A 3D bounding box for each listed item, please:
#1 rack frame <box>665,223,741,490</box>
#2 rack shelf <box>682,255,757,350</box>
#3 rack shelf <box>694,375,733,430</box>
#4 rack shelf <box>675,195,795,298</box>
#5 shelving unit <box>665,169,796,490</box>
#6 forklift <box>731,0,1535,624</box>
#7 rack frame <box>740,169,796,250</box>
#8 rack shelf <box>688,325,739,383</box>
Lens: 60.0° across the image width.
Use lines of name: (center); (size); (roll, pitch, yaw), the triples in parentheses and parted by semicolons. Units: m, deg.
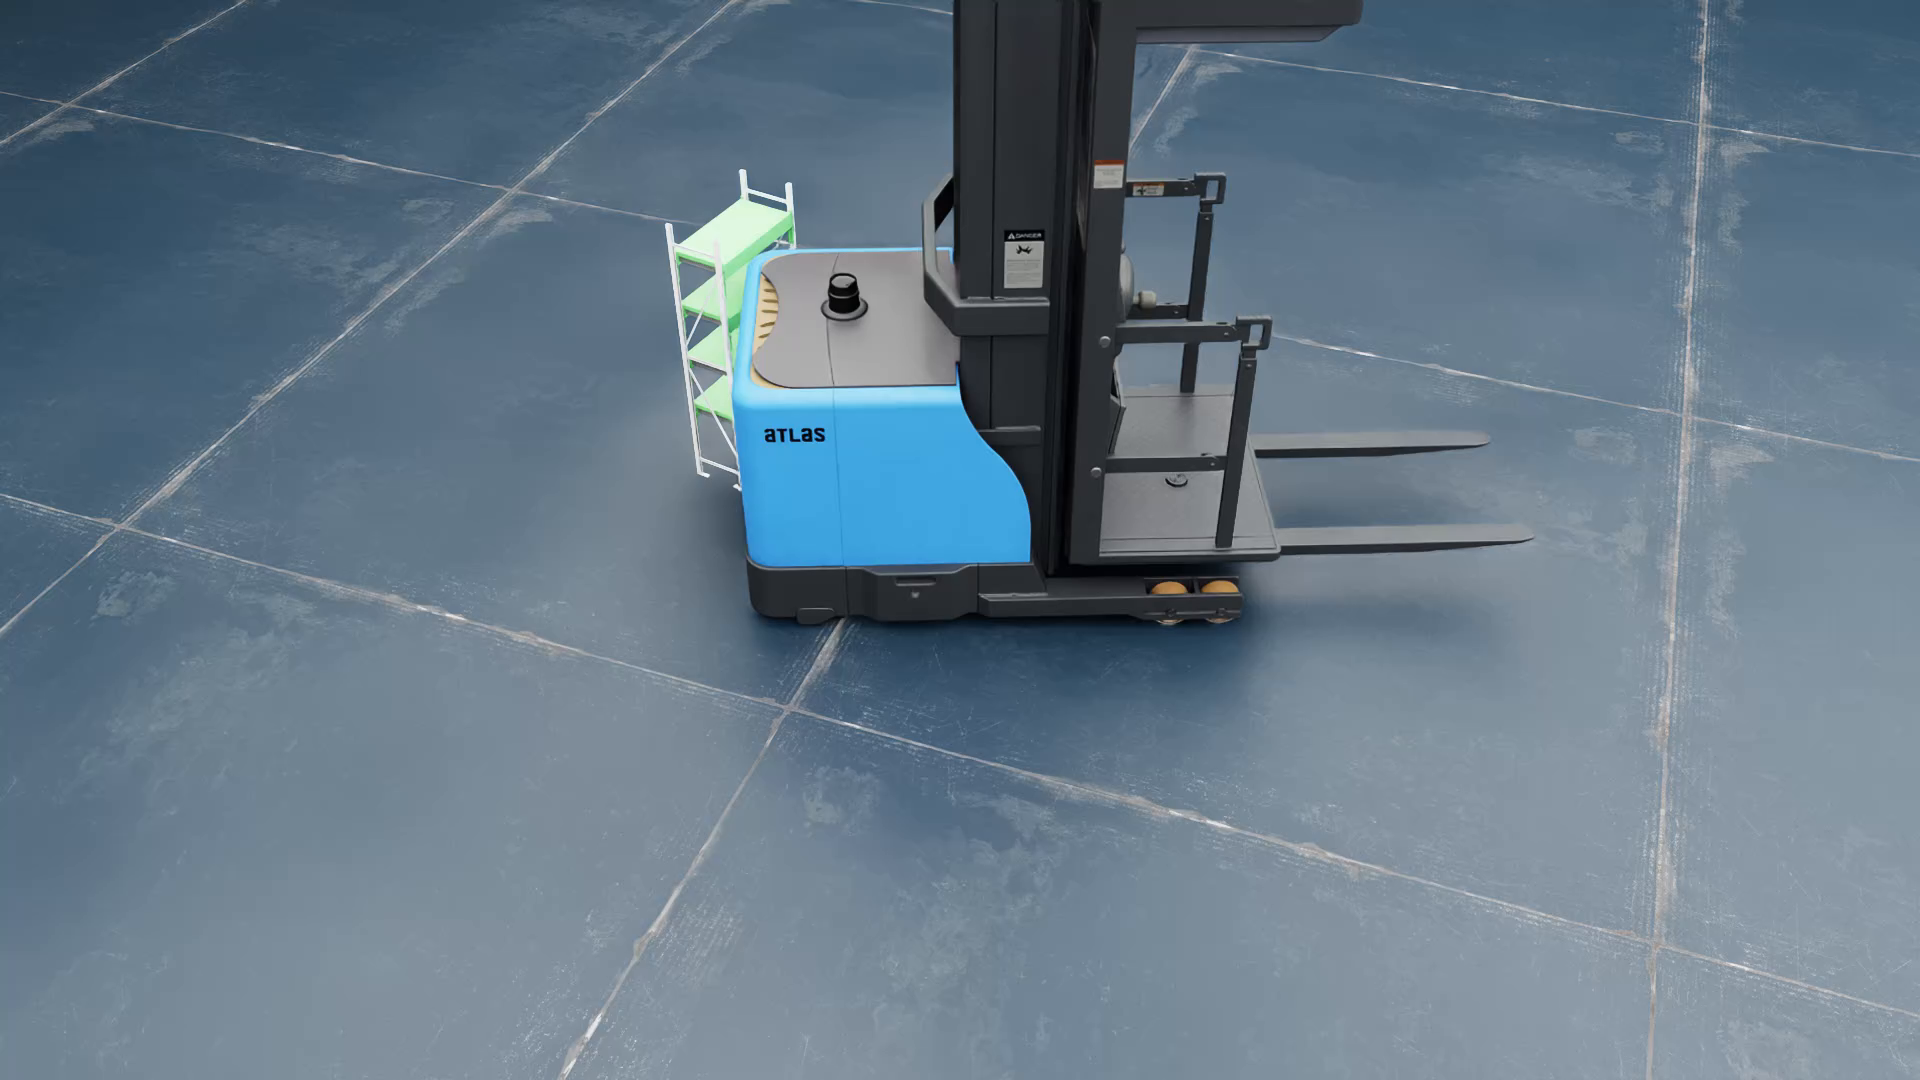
rack frame: (-1.009, -0.704, 6.651); (0.240, 1.200, 0.015); (20, 44, 22)
rack shelf: (-0.890, -0.976, 6.698); (0.258, 0.148, 0.480); (20, 44, 22)
rack shelf: (-0.890, -0.611, 7.010); (0.258, 0.148, 0.480); (20, 44, 22)
rack shelf: (-0.890, -1.158, 6.542); (0.258, 0.148, 0.480); (20, 44, 22)
shelving unit: (-0.890, -0.842, 6.812); (0.258, 1.200, 0.503); (20, 44, 22)
forklift: (0.696, -1.138, 5.826); (3.031, 2.935, 1.130); (-1, 40, -1)
rack frame: (-0.770, -0.980, 6.974); (0.240, 1.200, 0.015); (20, 44, 22)
rack shelf: (-0.890, -0.793, 6.854); (0.258, 0.148, 0.480); (20, 44, 22)
